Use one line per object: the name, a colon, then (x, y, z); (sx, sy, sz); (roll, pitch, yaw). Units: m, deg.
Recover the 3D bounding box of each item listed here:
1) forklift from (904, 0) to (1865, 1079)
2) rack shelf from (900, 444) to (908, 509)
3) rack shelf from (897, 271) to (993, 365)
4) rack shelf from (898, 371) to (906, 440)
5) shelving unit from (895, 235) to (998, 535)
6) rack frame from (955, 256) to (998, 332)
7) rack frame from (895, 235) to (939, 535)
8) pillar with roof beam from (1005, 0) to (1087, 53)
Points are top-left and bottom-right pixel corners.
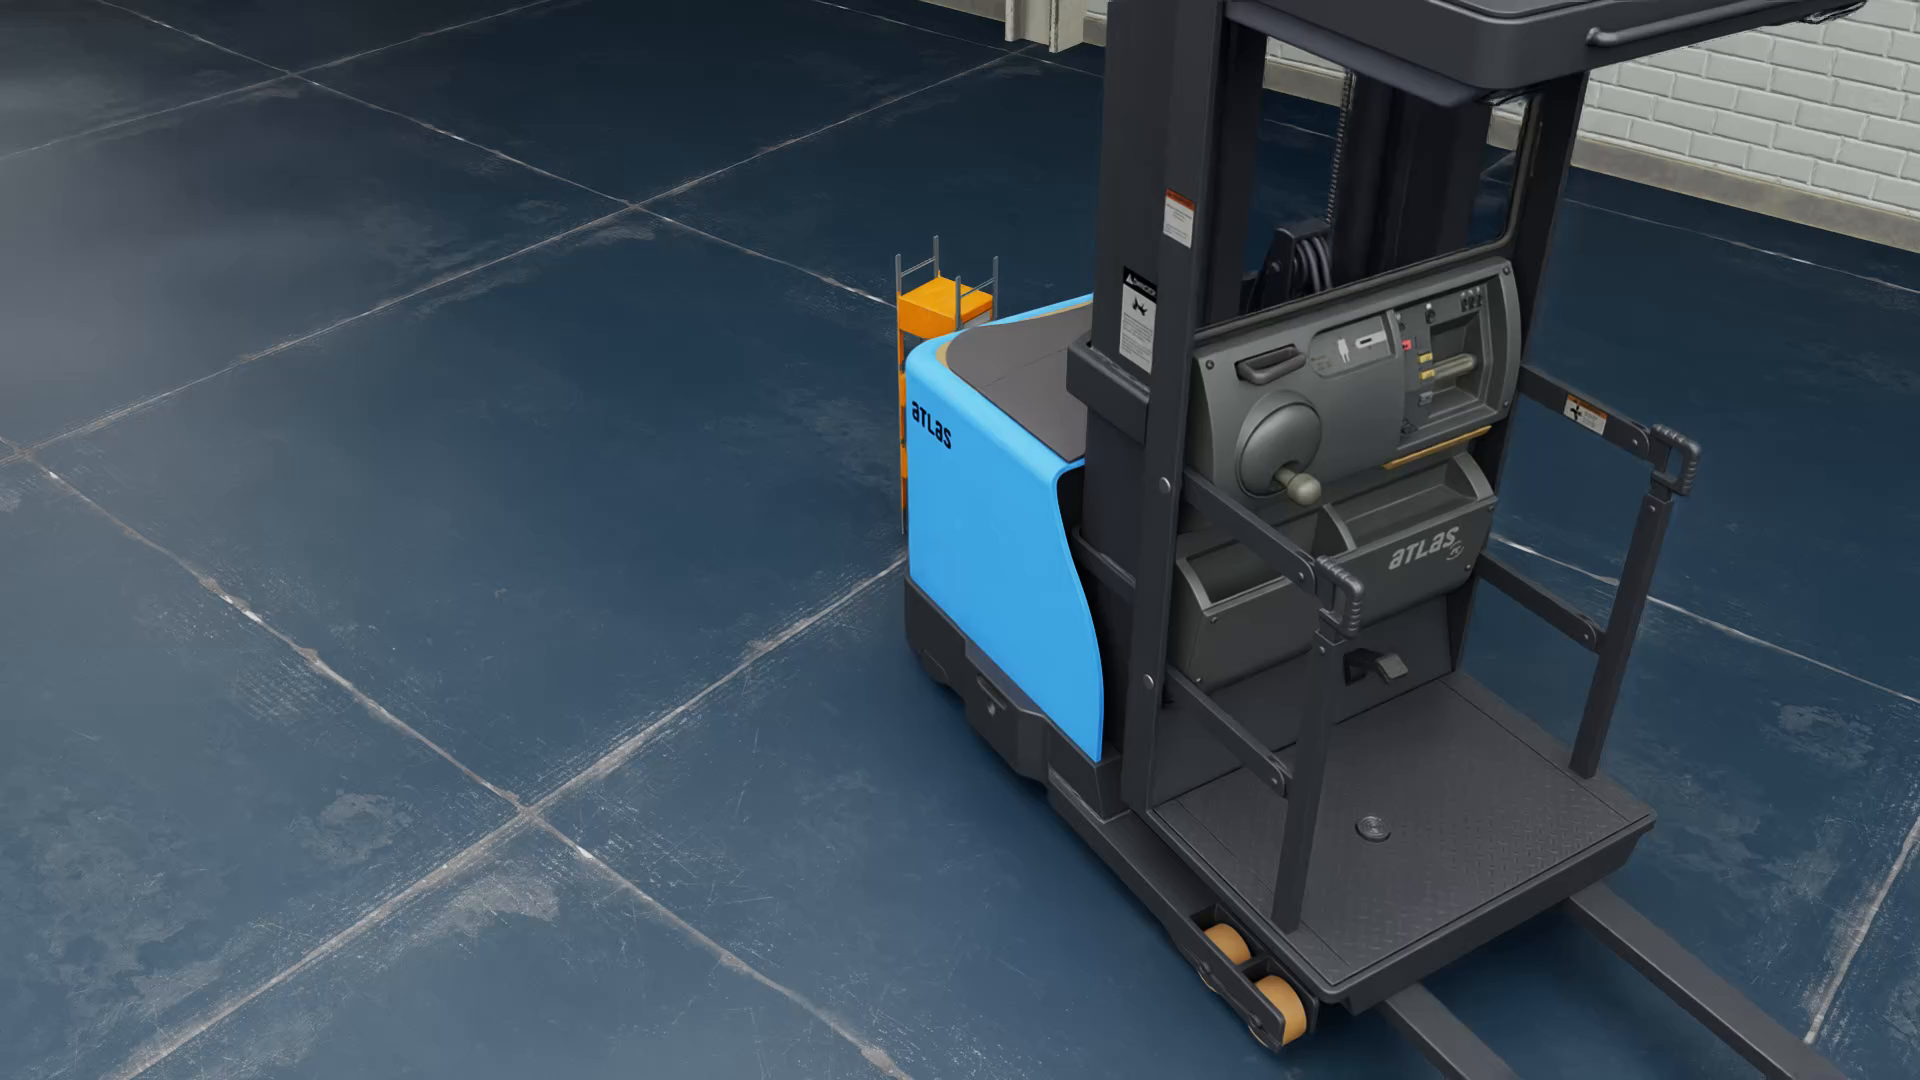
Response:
forklift: (1.028, -0.300, 3.598); (1.130, 2.935, 3.031); (-19, 39, -26)
rack shelf: (-0.041, -0.214, 5.644); (0.240, 0.259, 0.215); (25, 42, 32)
rack shelf: (-0.041, -0.677, 5.326); (0.240, 0.259, 0.215); (25, 42, 32)
rack shelf: (-0.041, -0.443, 5.487); (0.240, 0.259, 0.215); (25, 42, 32)
shelving unit: (-0.041, -0.452, 5.481); (0.252, 1.050, 0.215); (25, 42, 32)
rack frame: (0.053, -0.408, 5.417); (0.008, 1.050, 0.200); (25, 42, 32)
rack frame: (-0.135, -0.496, 5.545); (0.008, 1.050, 0.200); (25, 42, 32)
pillar with roof beam: (-2.231, -4.912, 4.953); (0.400, 9.000, 9.100); (25, 42, 32)
